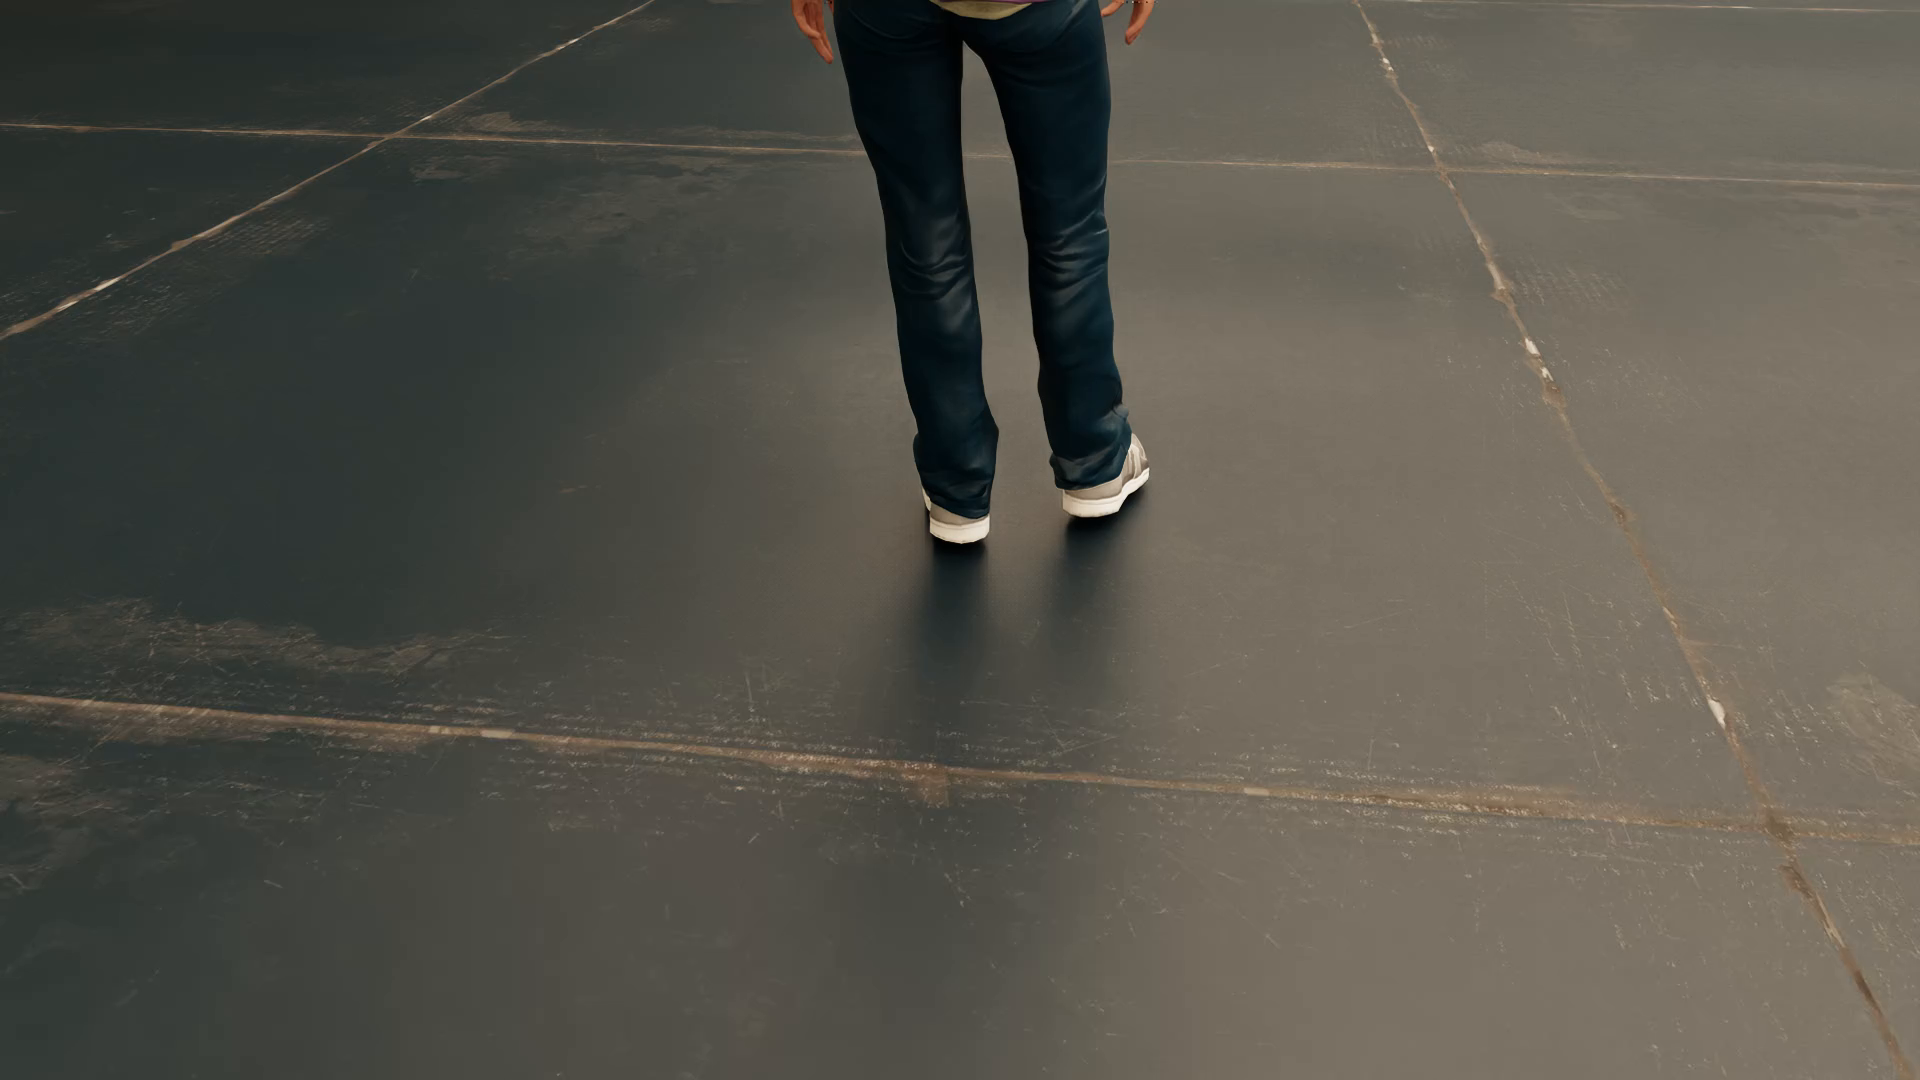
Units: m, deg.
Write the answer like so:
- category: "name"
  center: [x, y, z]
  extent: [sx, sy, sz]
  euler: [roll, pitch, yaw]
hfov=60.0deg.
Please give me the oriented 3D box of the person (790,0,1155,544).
- category: "person"
  center: [0.024, -0.754, 2.205]
  extent: [0.520, 1.599, 0.473]
  euler: [3, 27, 7]
